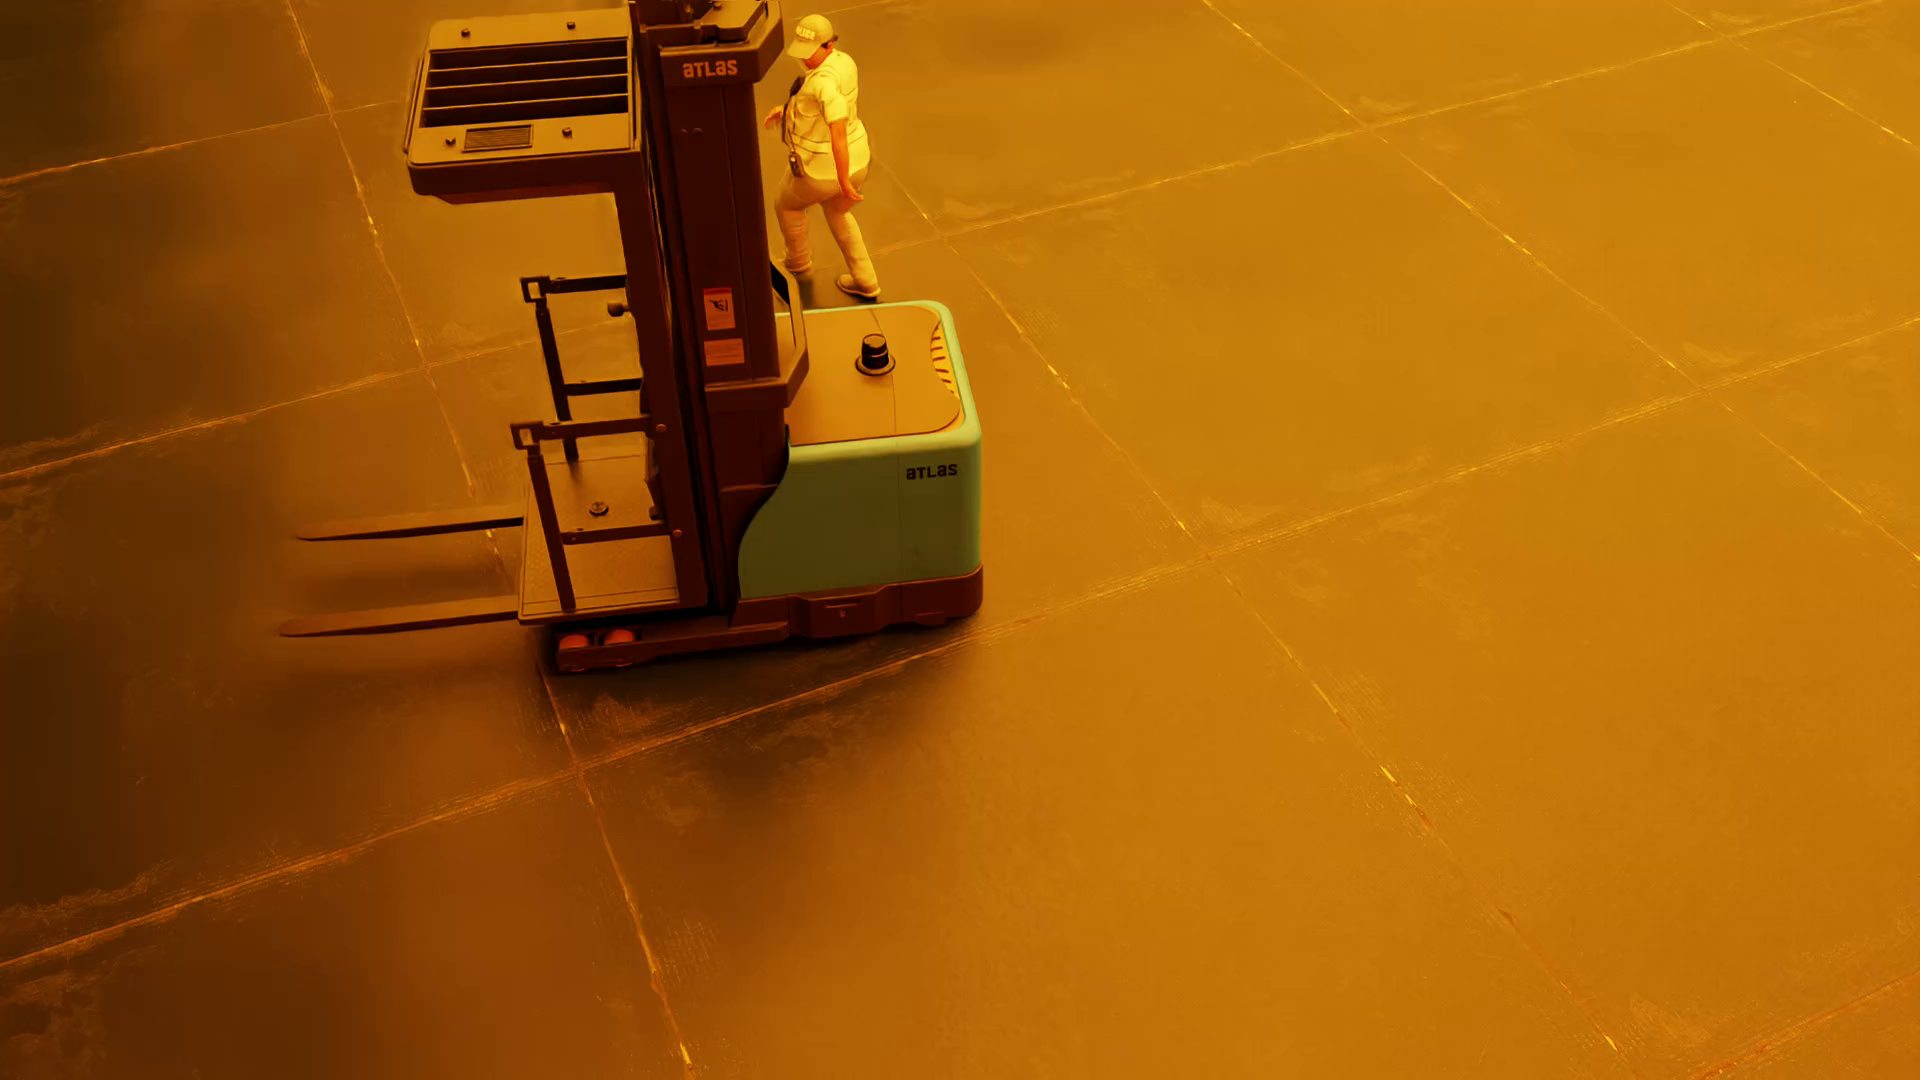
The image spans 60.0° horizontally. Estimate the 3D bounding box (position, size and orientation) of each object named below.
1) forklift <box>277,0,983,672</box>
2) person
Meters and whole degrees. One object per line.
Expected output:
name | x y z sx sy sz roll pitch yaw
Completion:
forklift | -1.460 -0.889 6.633 3.031 2.935 1.130 -6 43 -6
person | -0.716 -2.016 8.858 0.844 1.647 0.524 29 50 27
